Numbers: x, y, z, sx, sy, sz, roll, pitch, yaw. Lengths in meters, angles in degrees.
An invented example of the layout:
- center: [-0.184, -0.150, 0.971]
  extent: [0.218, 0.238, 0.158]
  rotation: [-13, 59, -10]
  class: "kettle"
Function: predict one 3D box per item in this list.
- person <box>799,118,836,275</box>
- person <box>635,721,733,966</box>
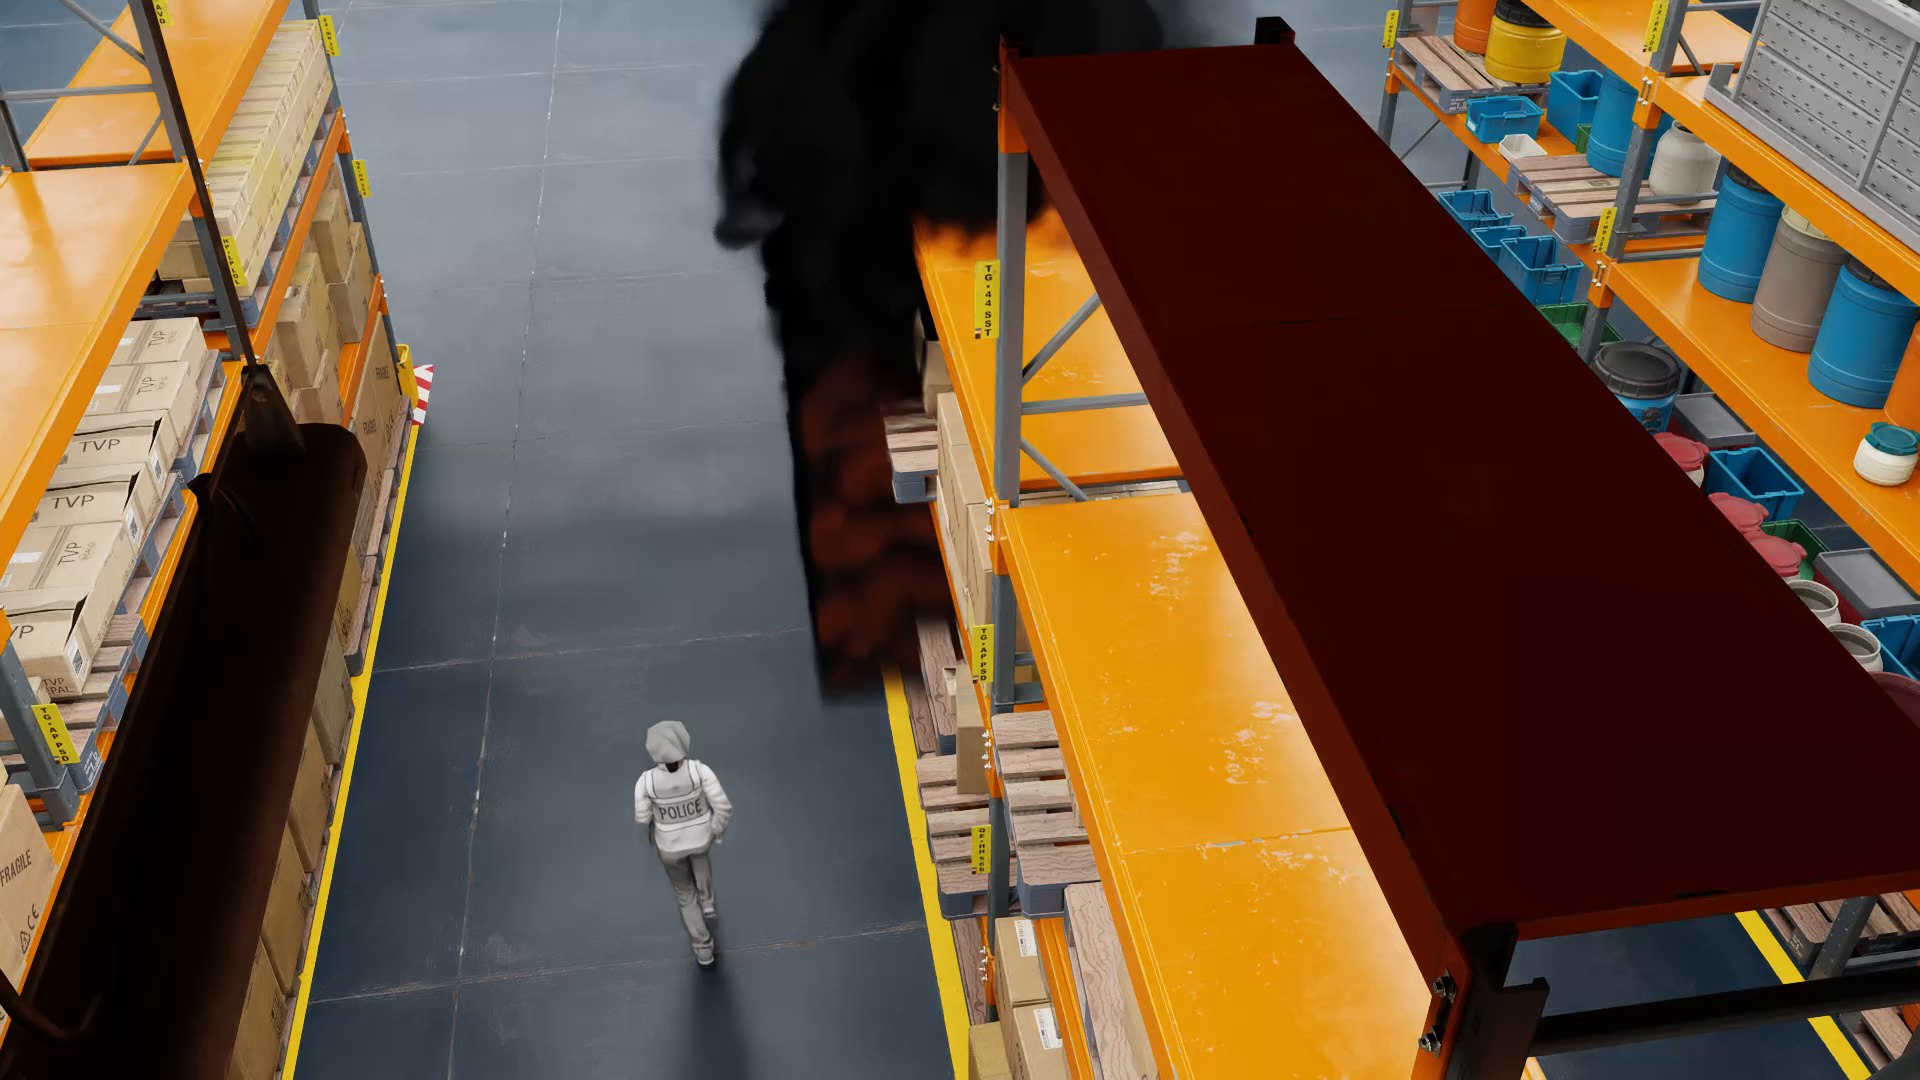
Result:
- center: [-1.387, -3.418, 16.735]
  extent: [0.596, 1.667, 0.640]
  rotation: [24, 42, 29]
  class: "person"
- center: [-1.620, 1.702, 9.733]
  extent: [0.530, 1.625, 0.675]
  rotation: [-13, 38, -18]
  class: "person"
